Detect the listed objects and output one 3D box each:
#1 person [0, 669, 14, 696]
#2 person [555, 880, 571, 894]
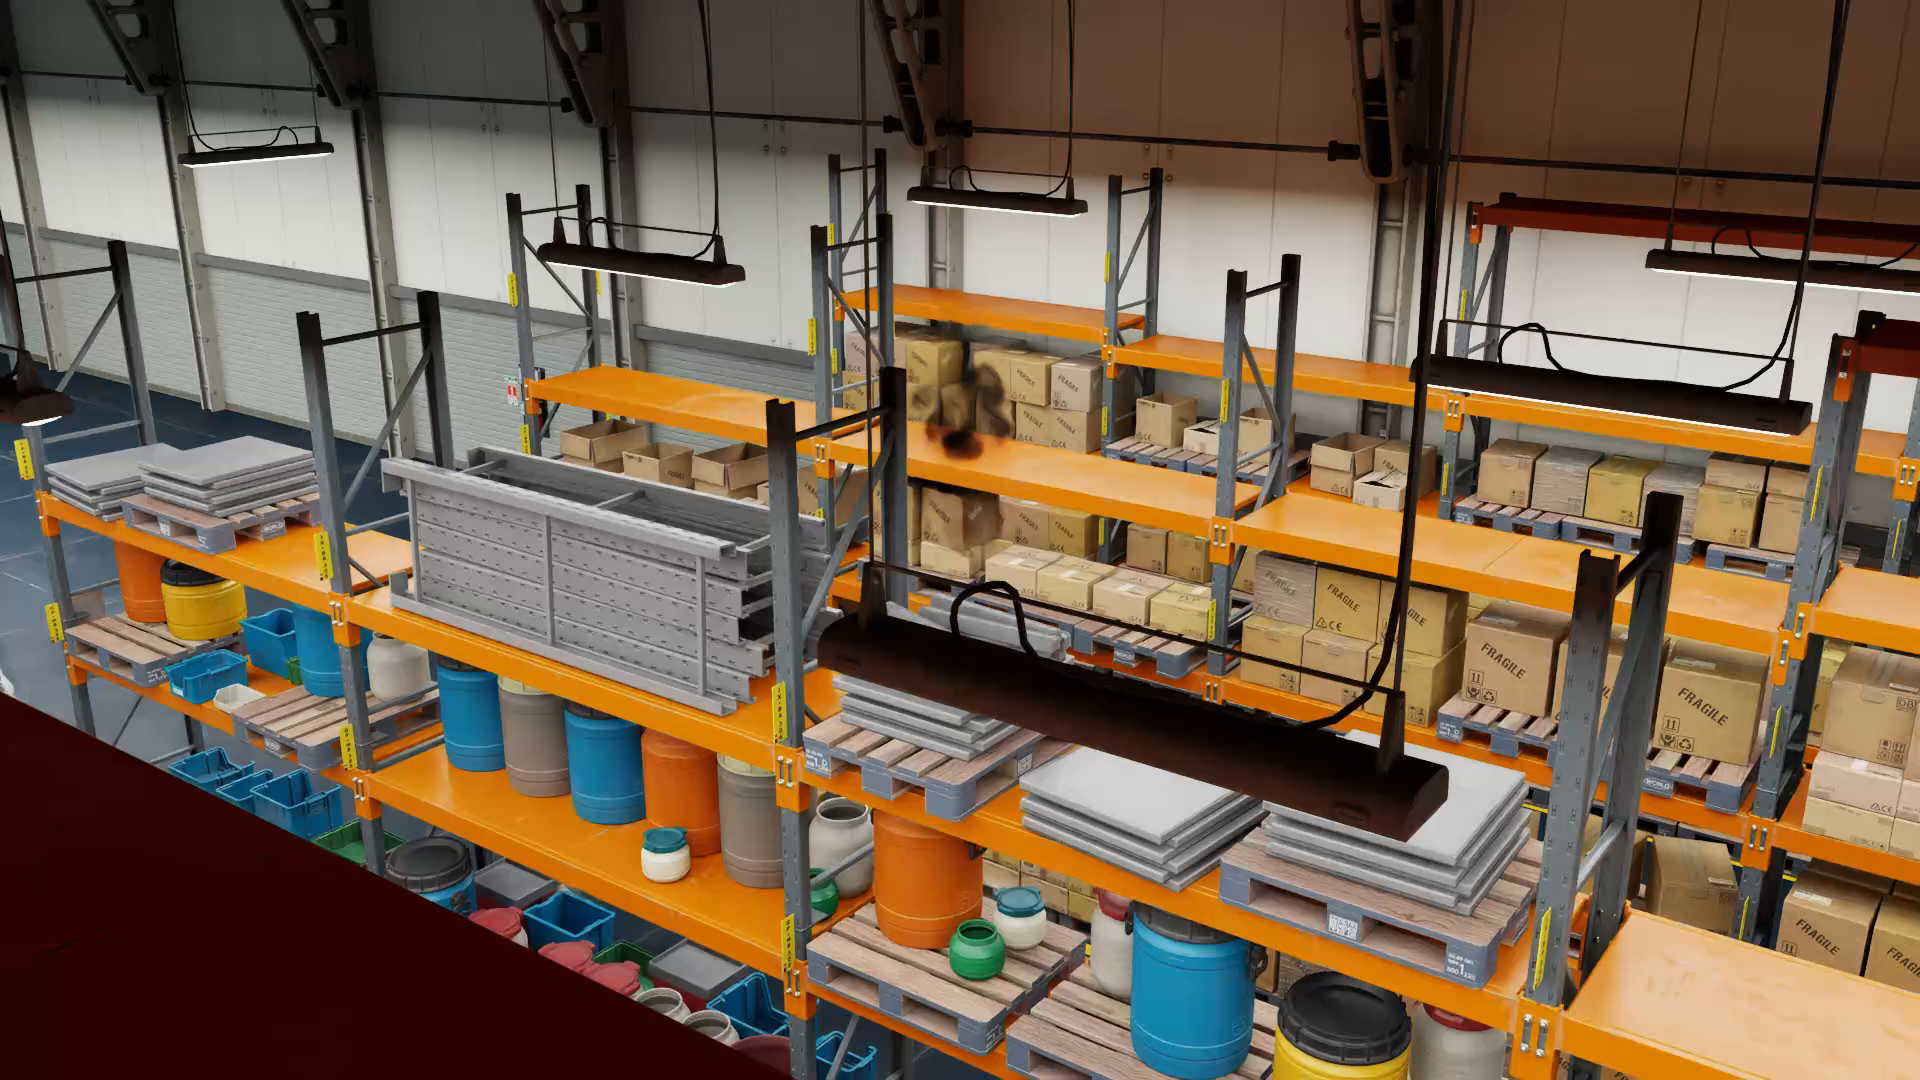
[{"bbox_3d":[-9.963,1.825,17.187,0.670,1.624,0.566,-8,20,-23],"label":"person"},{"bbox_3d":[-3.601,2.673,14.444,0.741,1.685,0.638,6,20,18],"label":"person"}]
